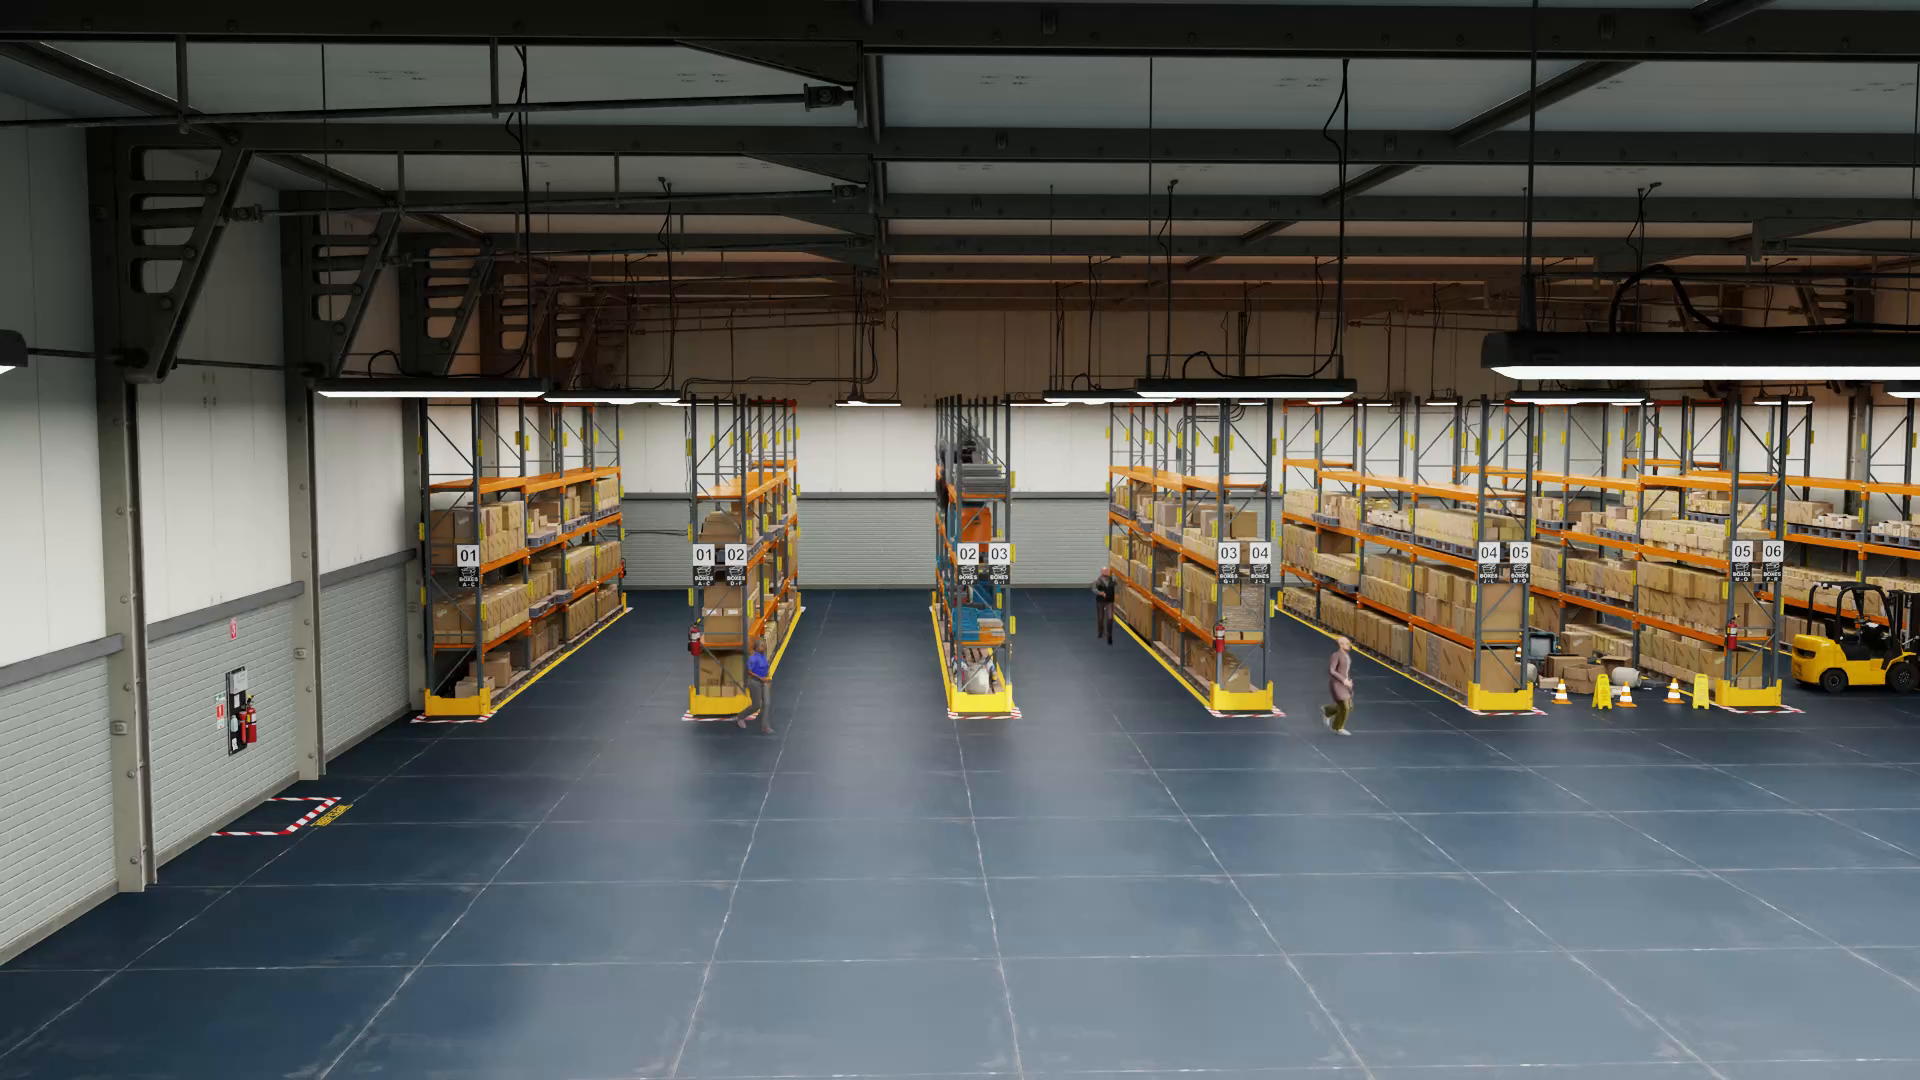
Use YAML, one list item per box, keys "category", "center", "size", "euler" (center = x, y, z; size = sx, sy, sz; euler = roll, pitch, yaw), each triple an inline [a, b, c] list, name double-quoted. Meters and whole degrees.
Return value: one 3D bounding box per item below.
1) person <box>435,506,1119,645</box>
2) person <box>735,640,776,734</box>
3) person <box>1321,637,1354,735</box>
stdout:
- category: "person"
  center: [-3.120, 0.891, 35.553]
  size: [14.219, 3.694, 6.710]
  euler: [0, 5, -4]
- category: "person"
  center: [-3.603, 2.592, 29.494]
  size: [0.768, 1.665, 0.601]
  euler: [2, 5, 26]
- category: "person"
  center: [6.659, 2.570, 29.322]
  size: [0.685, 1.742, 0.697]
  euler: [4, 6, 38]
